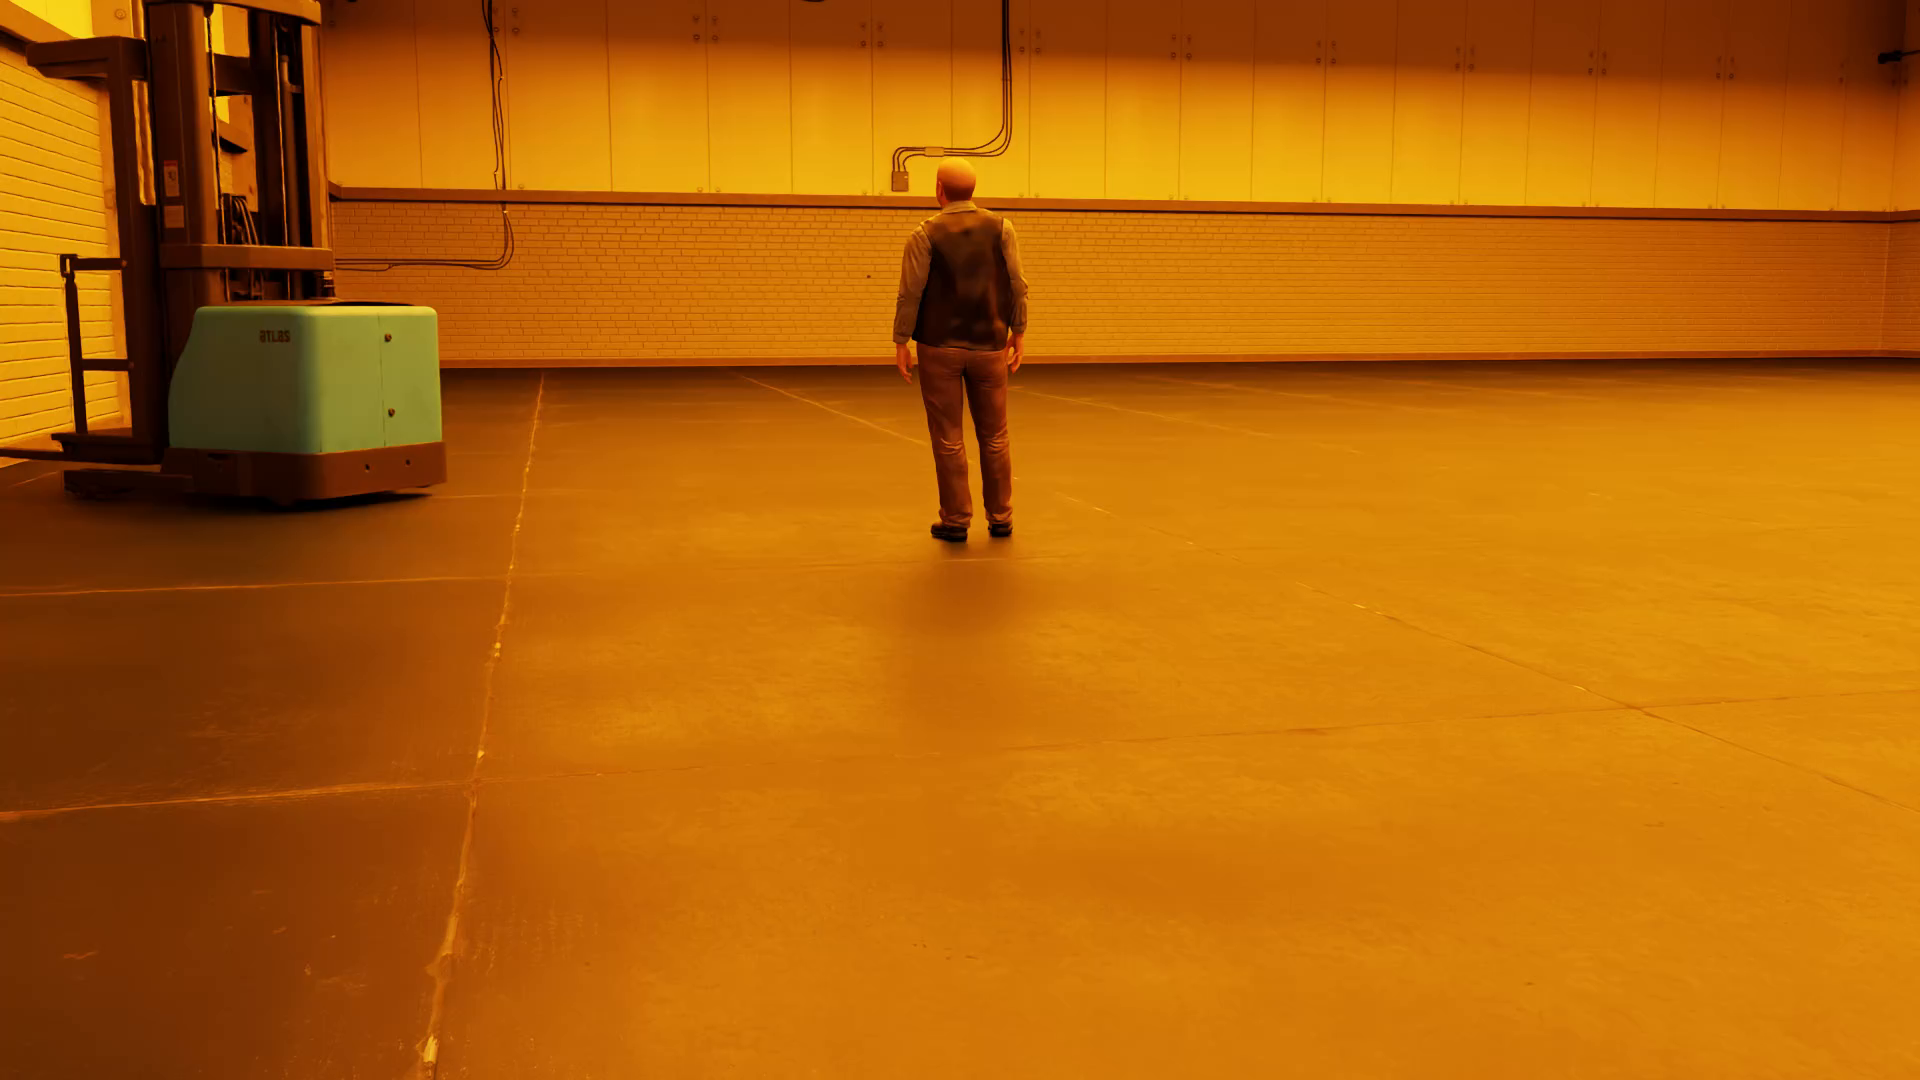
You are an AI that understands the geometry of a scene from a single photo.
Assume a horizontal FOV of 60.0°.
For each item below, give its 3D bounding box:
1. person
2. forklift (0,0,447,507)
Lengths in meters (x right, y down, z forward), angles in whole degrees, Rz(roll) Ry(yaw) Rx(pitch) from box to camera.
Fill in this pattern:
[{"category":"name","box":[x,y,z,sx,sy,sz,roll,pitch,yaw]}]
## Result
[{"category":"person","box":[-0.007,-0.868,7.648,0.632,1.720,0.568,-2,8,-13]},{"category":"forklift","box":[-4.506,-1.740,9.561,3.031,2.935,1.130,4,9,25]}]
